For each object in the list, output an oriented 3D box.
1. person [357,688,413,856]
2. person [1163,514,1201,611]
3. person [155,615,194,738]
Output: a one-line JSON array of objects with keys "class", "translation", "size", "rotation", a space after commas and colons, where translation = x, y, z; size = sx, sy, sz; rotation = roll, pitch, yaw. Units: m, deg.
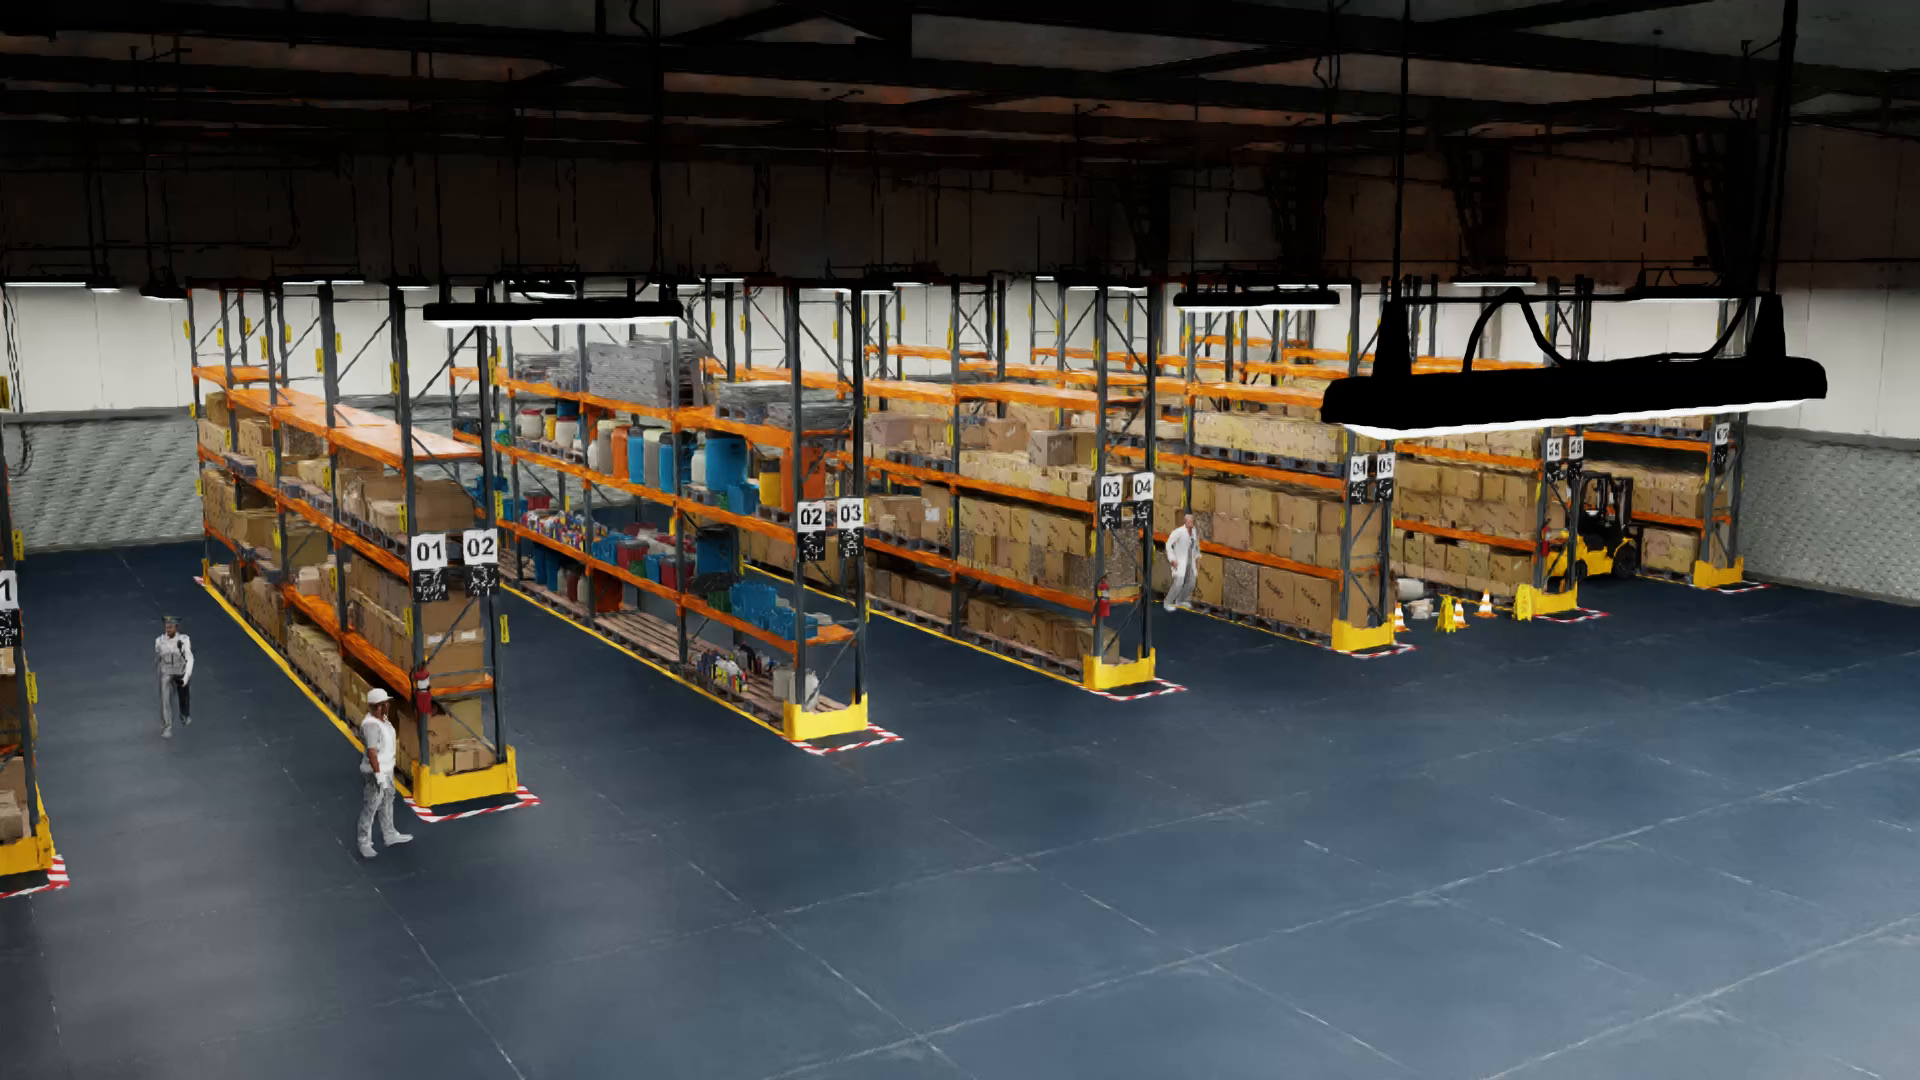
[{"class": "person", "translation": [-6.255, 2.474, 17.913], "size": [0.494, 1.789, 0.645], "rotation": [-1, 10, -5]}, {"class": "person", "translation": [3.874, 0.368, 29.005], "size": [0.729, 1.709, 0.546], "rotation": [-6, 11, -33]}, {"class": "person", "translation": [-10.577, 1.790, 22.388], "size": [0.457, 1.621, 0.997], "rotation": [-4, 10, -23]}]
